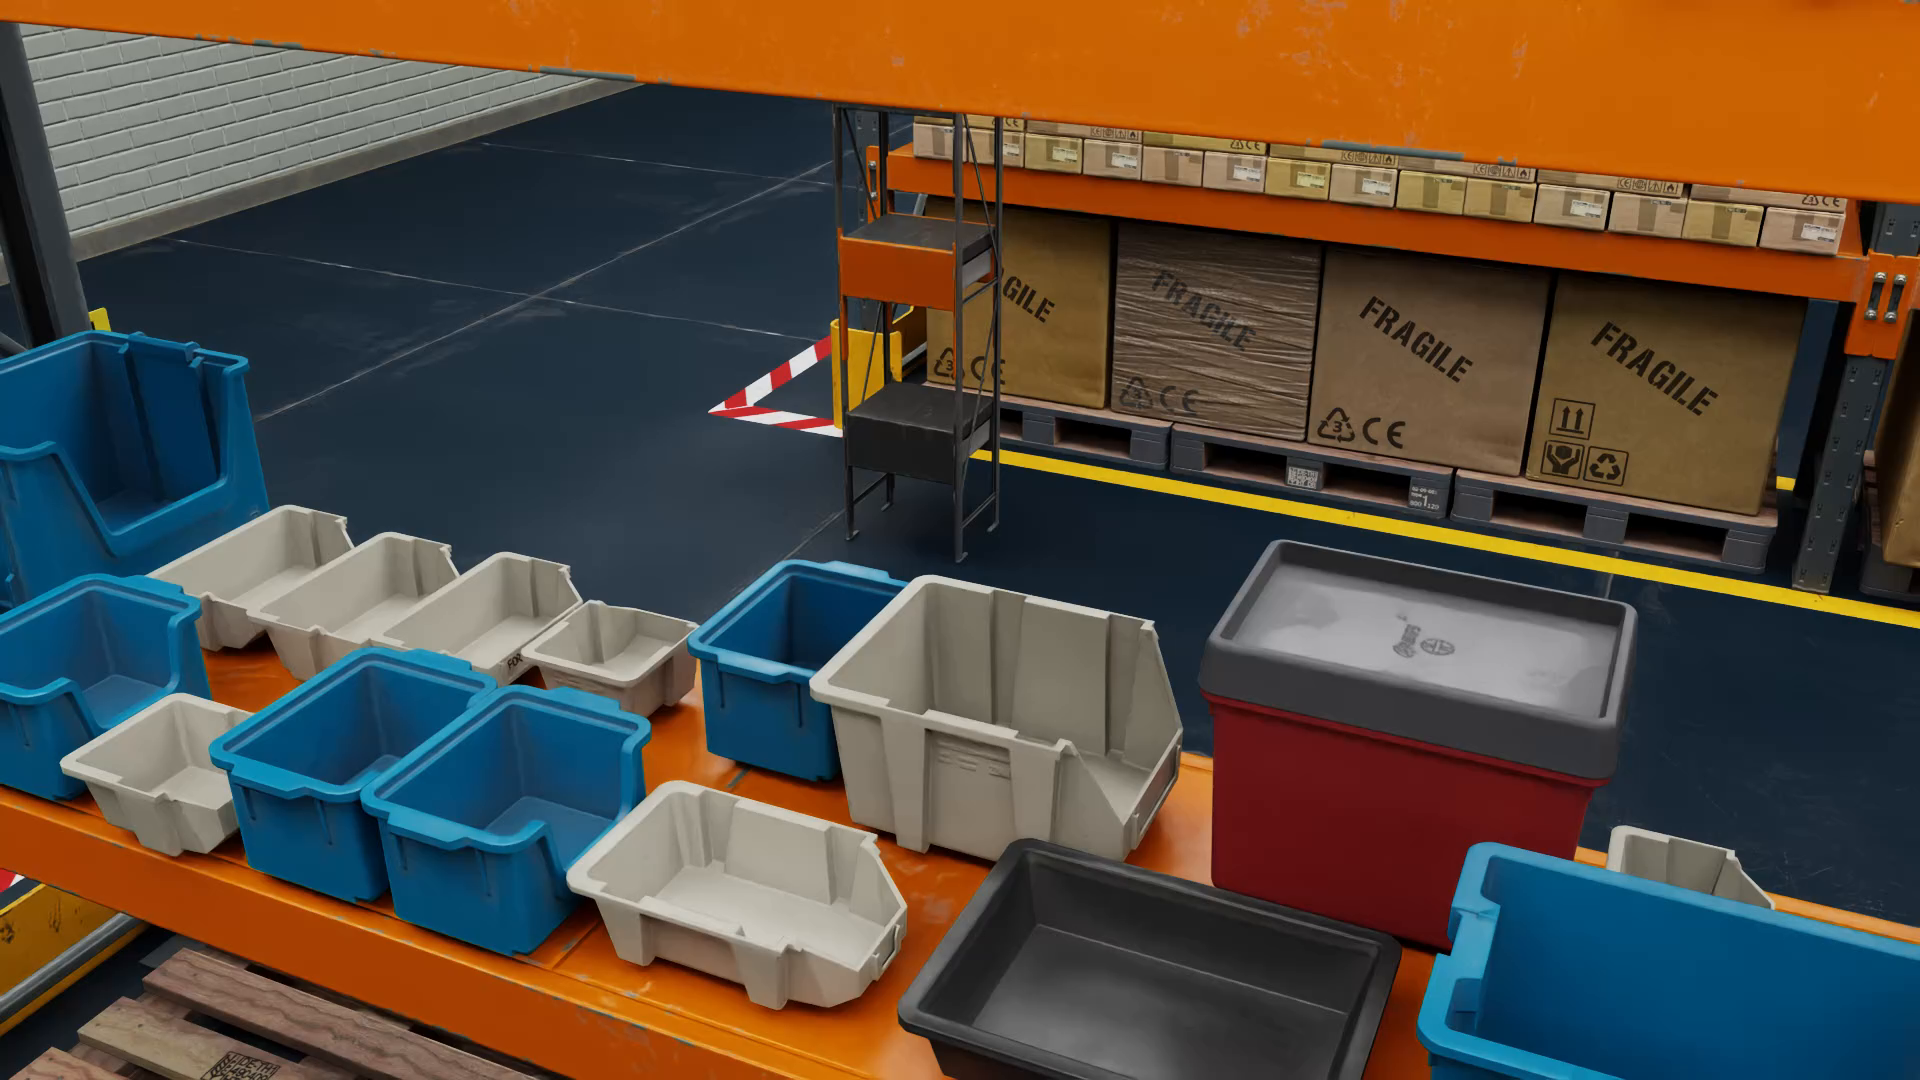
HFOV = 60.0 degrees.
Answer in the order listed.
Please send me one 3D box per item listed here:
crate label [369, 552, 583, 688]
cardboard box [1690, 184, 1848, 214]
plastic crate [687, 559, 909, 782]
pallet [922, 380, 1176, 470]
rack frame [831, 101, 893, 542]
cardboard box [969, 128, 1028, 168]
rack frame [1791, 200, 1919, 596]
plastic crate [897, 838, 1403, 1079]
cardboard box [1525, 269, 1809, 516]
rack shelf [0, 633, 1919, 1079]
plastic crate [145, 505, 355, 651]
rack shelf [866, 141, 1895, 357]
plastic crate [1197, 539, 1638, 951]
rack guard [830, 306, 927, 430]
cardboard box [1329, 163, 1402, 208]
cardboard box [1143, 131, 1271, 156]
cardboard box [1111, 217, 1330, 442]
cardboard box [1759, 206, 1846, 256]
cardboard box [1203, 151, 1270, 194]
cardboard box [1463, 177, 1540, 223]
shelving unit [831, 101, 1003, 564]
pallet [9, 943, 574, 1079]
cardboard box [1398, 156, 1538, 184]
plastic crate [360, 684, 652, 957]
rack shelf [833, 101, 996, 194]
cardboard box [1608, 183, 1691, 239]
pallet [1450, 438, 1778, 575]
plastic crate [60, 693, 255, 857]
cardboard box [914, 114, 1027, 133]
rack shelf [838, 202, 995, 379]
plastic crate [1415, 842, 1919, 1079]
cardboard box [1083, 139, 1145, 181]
[{"bbox_3d":[-0.908,0.183,3.212,0.243,0.136,0.396,11,28,22],"label":"crate label"},{"bbox_3d":[2.935,-1.386,6.002,0.500,0.250,0.500,11,28,21],"label":"cardboard box"},{"bbox_3d":[-0.271,0.236,2.995,0.300,0.233,0.416,11,28,22],"label":"plastic crate"},{"bbox_3d":[0.564,-0.710,7.953,1.213,0.211,1.003,11,28,22],"label":"pallet"},{"bbox_3d":[-0.373,-1.017,6.438,0.015,2.100,0.400,11,28,22],"label":"rack frame"},{"bbox_3d":[0.225,-1.719,7.130,0.250,0.149,0.380,11,28,21],"label":"cardboard box"},{"bbox_3d":[3.445,-1.344,6.085,0.127,3.000,1.000,11,28,22],"label":"rack frame"},{"bbox_3d":[0.265,0.647,2.283,0.590,0.125,0.437,11,28,22],"label":"plastic crate"},{"bbox_3d":[2.877,-0.732,6.772,0.875,0.875,0.875,11,28,22],"label":"cardboard box"},{"bbox_3d":[-0.426,0.604,2.941,4.000,0.370,1.077,11,28,22],"label":"rack shelf"},{"bbox_3d":[-1.429,0.084,3.415,0.243,0.136,0.396,11,28,22],"label":"plastic crate"},{"bbox_3d":[1.625,-1.387,6.986,4.000,0.370,1.077,11,28,22],"label":"rack shelf"},{"bbox_3d":[0.686,0.327,2.549,0.583,0.464,0.402,11,28,22],"label":"plastic crate"},{"bbox_3d":[-0.218,-0.959,8.131,0.348,0.500,1.175,11,28,22],"label":"rack guard"},{"bbox_3d":[1.631,-1.437,6.558,0.250,0.149,0.380,12,29,23],"label":"cardboard box"},{"bbox_3d":[1.061,-1.760,6.762,0.500,0.250,0.500,10,28,20],"label":"cardboard box"},{"bbox_3d":[1.248,-1.060,7.436,0.875,0.875,0.875,11,28,22],"label":"cardboard box"},{"bbox_3d":[3.032,-1.156,5.986,0.250,0.149,0.380,12,28,22],"label":"cardboard box"},{"bbox_3d":[1.162,-1.531,6.749,0.250,0.149,0.380,11,28,21],"label":"cardboard box"},{"bbox_3d":[2.095,-1.344,6.368,0.250,0.149,0.380,12,29,23],"label":"cardboard box"},{"bbox_3d":[-0.151,-0.972,6.348,0.503,2.100,0.431,11,28,22],"label":"shelving unit"},{"bbox_3d":[-1.512,1.333,3.803,1.213,0.211,1.003,11,28,22],"label":"pallet"},{"bbox_3d":[1.998,-1.573,6.381,0.500,0.250,0.500,12,29,23],"label":"cardboard box"},{"bbox_3d":[-0.686,0.437,2.588,0.300,0.233,0.416,11,28,22],"label":"plastic crate"},{"bbox_3d":[-0.151,-1.588,6.045,0.480,0.518,0.431,11,28,22],"label":"rack shelf"},{"bbox_3d":[2.564,-1.250,6.177,0.250,0.149,0.380,11,28,21],"label":"cardboard box"},{"bbox_3d":[2.785,-0.264,7.047,1.213,0.211,1.003,11,28,22],"label":"pallet"},{"bbox_3d":[-1.283,0.401,2.771,0.298,0.136,0.250,11,28,22],"label":"plastic crate"},{"bbox_3d":[0.129,-1.946,7.139,0.500,0.250,0.500,11,28,20],"label":"cardboard box"},{"bbox_3d":[-0.151,-0.960,6.354,0.480,0.518,0.431,11,28,22],"label":"rack shelf"},{"bbox_3d":[0.829,0.679,1.925,0.575,0.384,0.392,11,28,22],"label":"plastic crate"},{"bbox_3d":[0.696,-1.625,6.939,0.250,0.149,0.380,11,28,21],"label":"cardboard box"}]
